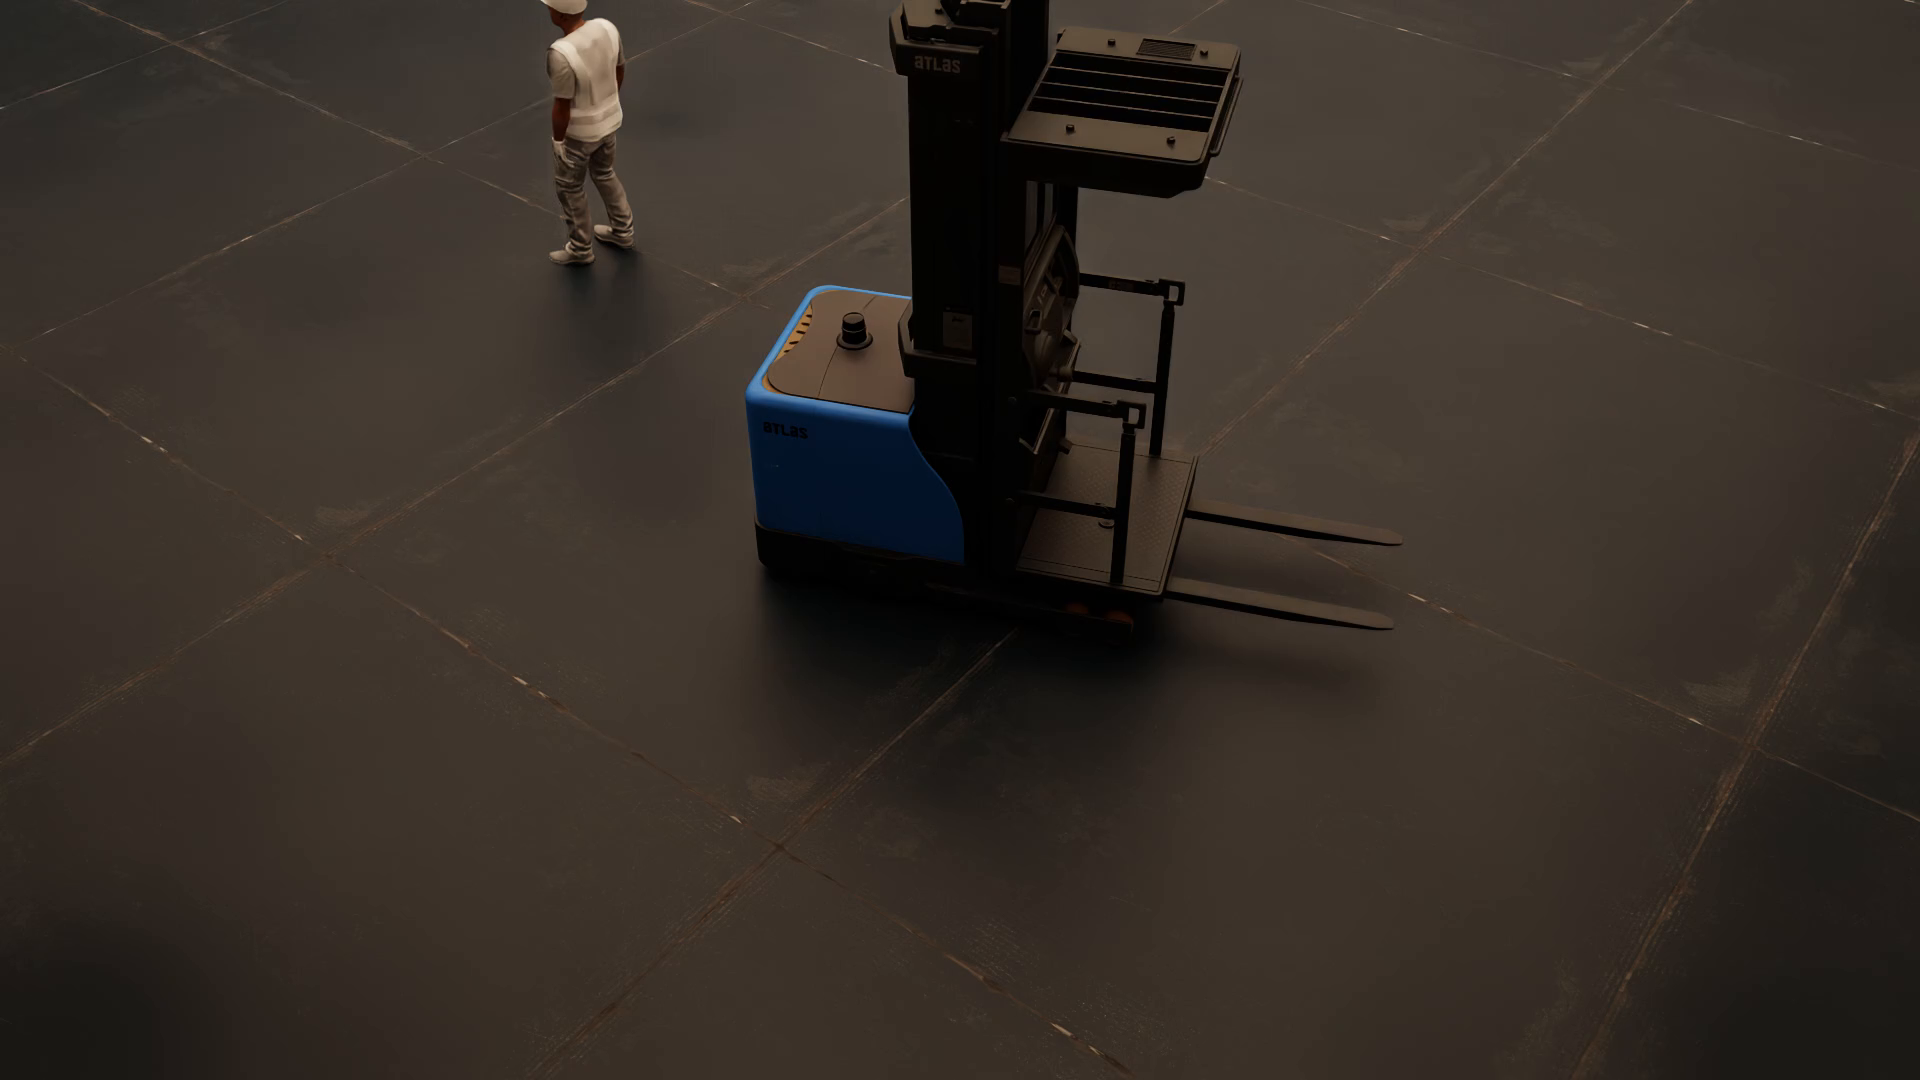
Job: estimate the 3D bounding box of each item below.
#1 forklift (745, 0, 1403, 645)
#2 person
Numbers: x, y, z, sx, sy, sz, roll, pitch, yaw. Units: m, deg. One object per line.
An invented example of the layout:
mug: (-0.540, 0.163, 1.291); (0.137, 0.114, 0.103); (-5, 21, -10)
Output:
forklift: (0.587, -1.011, 7.260); (3.031, 2.935, 1.130); (10, 41, 12)
person: (-2.261, -2.479, 9.887); (0.507, 1.804, 0.648); (20, 44, 22)
